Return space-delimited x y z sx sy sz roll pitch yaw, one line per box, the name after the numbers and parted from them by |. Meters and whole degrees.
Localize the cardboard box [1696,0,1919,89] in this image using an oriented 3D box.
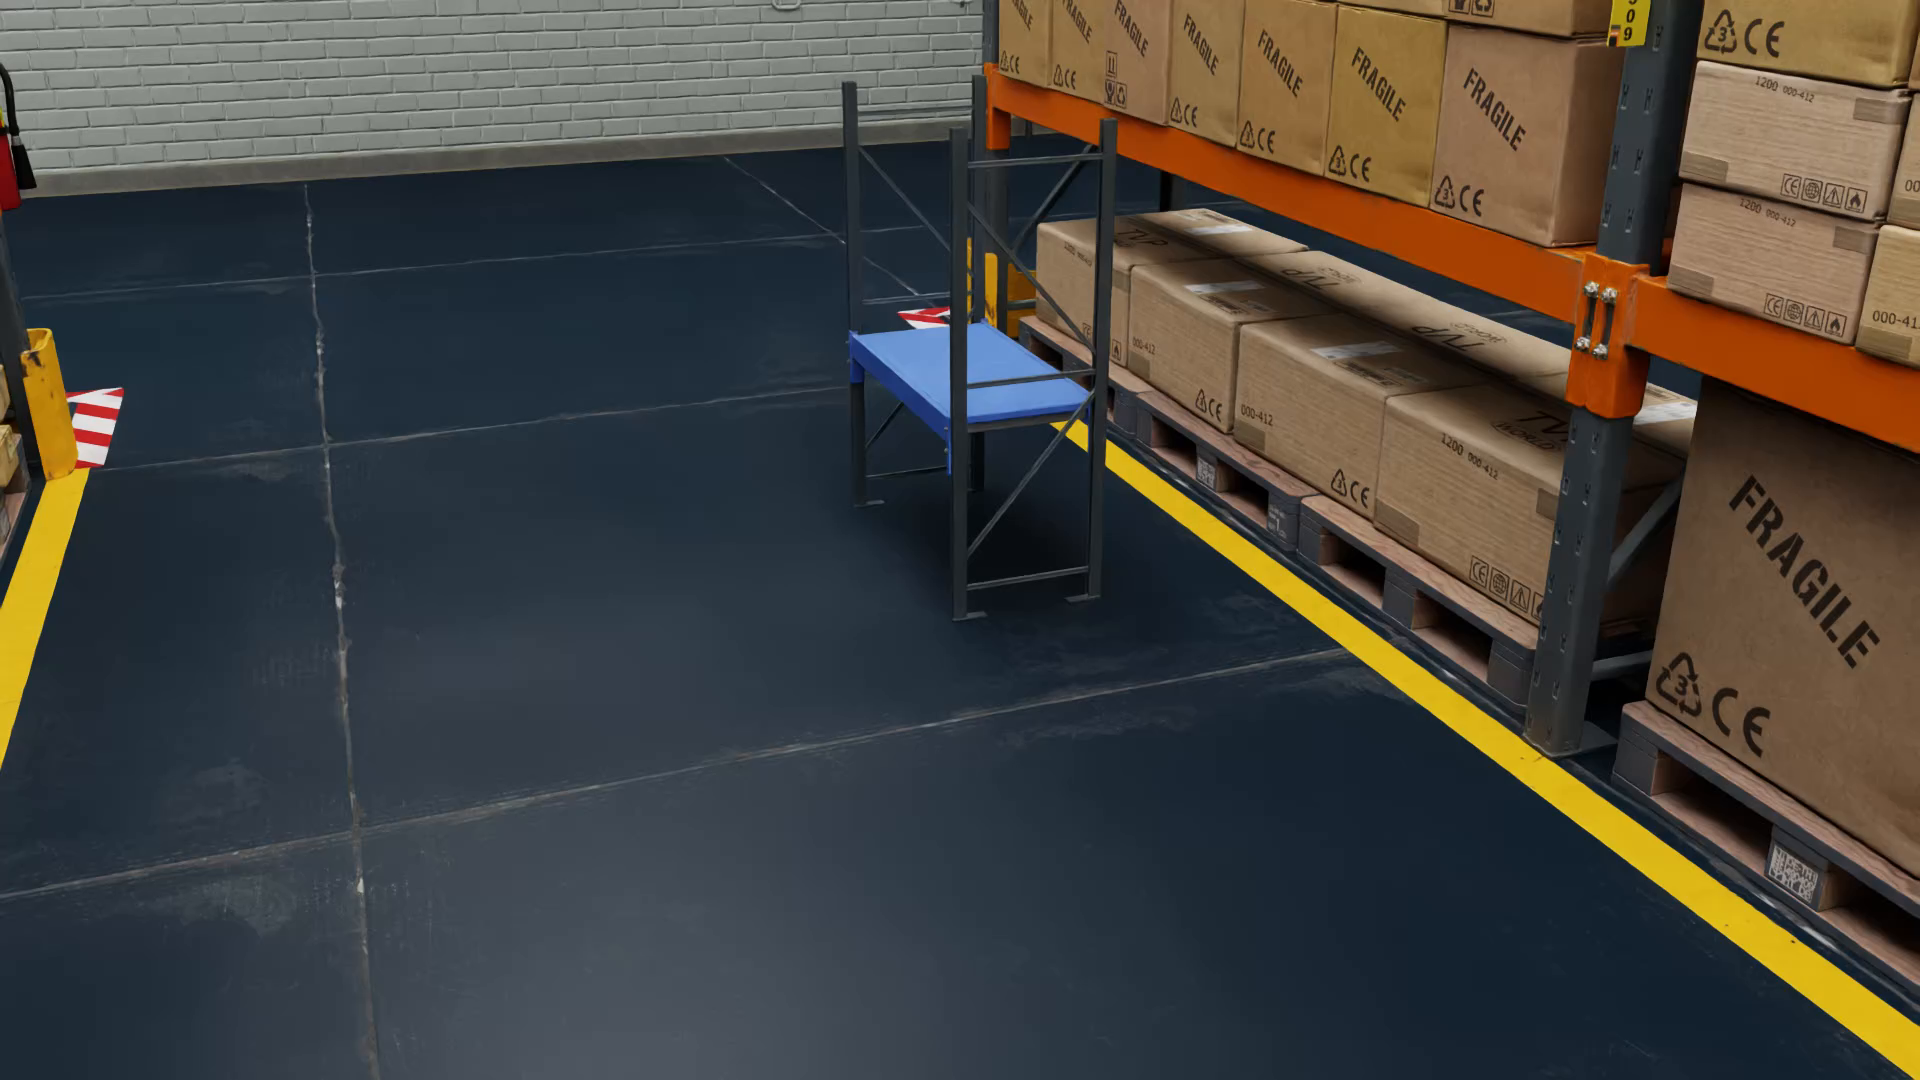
1.886 -1.198 3.315 0.500 0.500 0.500 -8 24 -18 | cardboard box

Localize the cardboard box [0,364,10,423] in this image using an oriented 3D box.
-3.556 -0.493 5.804 0.380 0.149 0.250 -9 24 -20 | cardboard box

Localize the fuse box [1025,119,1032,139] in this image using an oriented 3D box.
0.589 -4.031 13.111 0.539 1.711 0.414 -8 24 -19 | fuse box

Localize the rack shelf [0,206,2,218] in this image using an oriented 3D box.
-3.303 -0.570 4.167 1.077 0.370 4.000 -8 24 -19 | rack shelf

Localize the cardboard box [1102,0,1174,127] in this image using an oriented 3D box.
0.855 -1.809 6.052 0.500 0.500 0.500 -8 24 -19 | cardboard box

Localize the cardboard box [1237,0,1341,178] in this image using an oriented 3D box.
1.218 -1.437 5.169 0.500 0.500 0.500 -9 24 -20 | cardboard box

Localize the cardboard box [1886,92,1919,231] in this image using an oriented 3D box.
2.101 -0.668 3.022 0.500 0.250 0.500 -8 24 -18 | cardboard box

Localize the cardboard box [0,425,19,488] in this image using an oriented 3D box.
-3.443 -0.266 5.649 0.380 0.149 0.250 -8 24 -17 | cardboard box

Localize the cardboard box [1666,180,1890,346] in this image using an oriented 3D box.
1.908 -0.626 3.565 0.500 0.250 0.500 -9 24 -20 | cardboard box

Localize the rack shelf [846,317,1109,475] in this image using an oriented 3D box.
0.030 -0.494 5.455 0.538 0.185 1.000 -8 24 -19 | rack shelf

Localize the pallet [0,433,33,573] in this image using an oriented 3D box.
-3.728 -0.016 5.515 1.003 0.211 1.213 -8 24 -19 | pallet

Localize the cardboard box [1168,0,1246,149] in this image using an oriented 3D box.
1.047 -1.630 5.625 0.500 0.500 0.500 -8 24 -17 | cardboard box

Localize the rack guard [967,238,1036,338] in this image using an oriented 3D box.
0.578 -1.201 7.956 1.175 0.500 0.348 -8 24 -19 | rack guard

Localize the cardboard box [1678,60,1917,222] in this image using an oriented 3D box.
1.891 -0.854 3.462 0.500 0.250 0.500 -9 24 -21 | cardboard box

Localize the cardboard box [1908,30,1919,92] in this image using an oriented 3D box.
2.091 -1.017 2.885 0.500 0.500 0.500 -8 24 -19 | cardboard box

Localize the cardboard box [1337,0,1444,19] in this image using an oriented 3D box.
1.402 -1.717 4.545 0.500 0.500 0.500 -9 24 -20 | cardboard box

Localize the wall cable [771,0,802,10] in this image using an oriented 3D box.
-1.428 -4.872 12.100 0.585 1.953 0.123 -8 24 -19 | wall cable

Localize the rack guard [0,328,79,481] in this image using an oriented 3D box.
-3.982 -0.449 6.171 1.175 0.500 0.348 -8 24 -19 | rack guard

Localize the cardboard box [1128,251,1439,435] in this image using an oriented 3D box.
1.244 -0.800 6.543 0.875 0.438 0.875 -8 24 -18 | cardboard box

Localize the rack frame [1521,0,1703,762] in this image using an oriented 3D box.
1.999 -0.891 4.001 1.000 3.000 0.127 -8 24 -19 | rack frame

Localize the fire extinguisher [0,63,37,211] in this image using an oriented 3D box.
-3.666 -1.576 6.206 0.296 0.674 0.183 -8 24 -19 | fire extinguisher

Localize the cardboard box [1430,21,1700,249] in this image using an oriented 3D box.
1.596 -1.070 4.299 0.500 0.500 0.500 -8 24 -19 | cardboard box

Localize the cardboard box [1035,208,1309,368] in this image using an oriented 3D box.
0.913 -1.131 7.329 0.875 0.438 0.875 -9 25 -21 | cardboard box

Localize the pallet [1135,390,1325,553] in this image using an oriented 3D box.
1.369 -0.337 6.278 1.003 0.211 1.213 -8 24 -19 | pallet

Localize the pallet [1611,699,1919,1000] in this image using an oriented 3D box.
2.342 0.664 3.902 1.003 0.211 1.213 -8 24 -19 | pallet

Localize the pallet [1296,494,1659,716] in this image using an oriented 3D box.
1.804 0.107 5.224 1.003 0.211 1.213 -8 24 -19 | pallet

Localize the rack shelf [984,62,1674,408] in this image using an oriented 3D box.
1.293 -1.286 5.865 1.077 0.370 4.000 -8 24 -19 | rack shelf

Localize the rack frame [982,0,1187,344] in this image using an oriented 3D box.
0.586 -2.344 7.450 1.000 3.000 0.127 -8 24 -19 | rack frame

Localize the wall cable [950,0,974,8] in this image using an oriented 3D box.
-0.105 -5.057 12.578 0.588 1.984 0.122 -8 24 -19 | wall cable

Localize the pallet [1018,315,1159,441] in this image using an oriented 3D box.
0.942 -0.779 7.328 1.003 0.211 1.213 -8 24 -19 | pallet

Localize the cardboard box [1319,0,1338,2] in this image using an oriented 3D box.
1.214 -1.900 4.981 0.500 0.500 0.500 -8 24 -18 | cardboard box

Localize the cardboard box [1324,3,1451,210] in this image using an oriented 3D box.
1.409 -1.257 4.740 0.500 0.500 0.500 -9 24 -20 | cardboard box

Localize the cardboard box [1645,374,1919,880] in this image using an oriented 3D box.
2.293 0.109 3.824 0.875 0.875 0.875 -8 24 -17 | cardboard box

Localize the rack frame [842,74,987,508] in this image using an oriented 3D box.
-0.149 -0.845 5.823 0.500 1.500 0.032 -8 24 -19 | rack frame

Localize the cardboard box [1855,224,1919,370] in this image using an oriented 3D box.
2.092 -0.438 3.120 0.500 0.250 0.500 -9 24 -20 | cardboard box

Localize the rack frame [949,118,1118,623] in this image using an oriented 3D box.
0.210 -0.475 4.947 0.500 1.500 0.032 -8 24 -19 | rack frame

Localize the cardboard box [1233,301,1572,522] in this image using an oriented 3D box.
1.561 -0.472 5.765 0.875 0.438 0.875 -9 25 -21 | cardboard box

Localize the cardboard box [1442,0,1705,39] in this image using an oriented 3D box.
1.574 -1.531 4.105 0.500 0.500 0.500 -9 24 -19 | cardboard box

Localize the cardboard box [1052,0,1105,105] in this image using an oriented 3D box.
0.692 -1.997 6.496 0.500 0.500 0.500 -9 24 -20 | cardboard box

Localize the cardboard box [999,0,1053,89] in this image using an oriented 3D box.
0.487 -2.176 6.923 0.500 0.500 0.500 -9 24 -19 | cardboard box

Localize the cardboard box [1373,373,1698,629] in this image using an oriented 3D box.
1.878 -0.147 4.994 0.875 0.438 0.875 -9 24 -20 | cardboard box

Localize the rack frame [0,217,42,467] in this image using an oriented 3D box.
-4.009 -1.628 5.751 1.000 3.000 0.127 -8 24 -19 | rack frame

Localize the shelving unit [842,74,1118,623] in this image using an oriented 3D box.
0.030 -0.660 5.385 0.538 1.500 1.048 -8 24 -19 | shelving unit

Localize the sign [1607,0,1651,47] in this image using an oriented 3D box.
1.480 -1.250 3.636 0.100 0.325 0.005 -8 24 -19 | sign

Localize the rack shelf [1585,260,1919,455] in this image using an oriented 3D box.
2.706 0.167 2.417 1.077 0.370 4.000 -8 24 -19 | rack shelf
